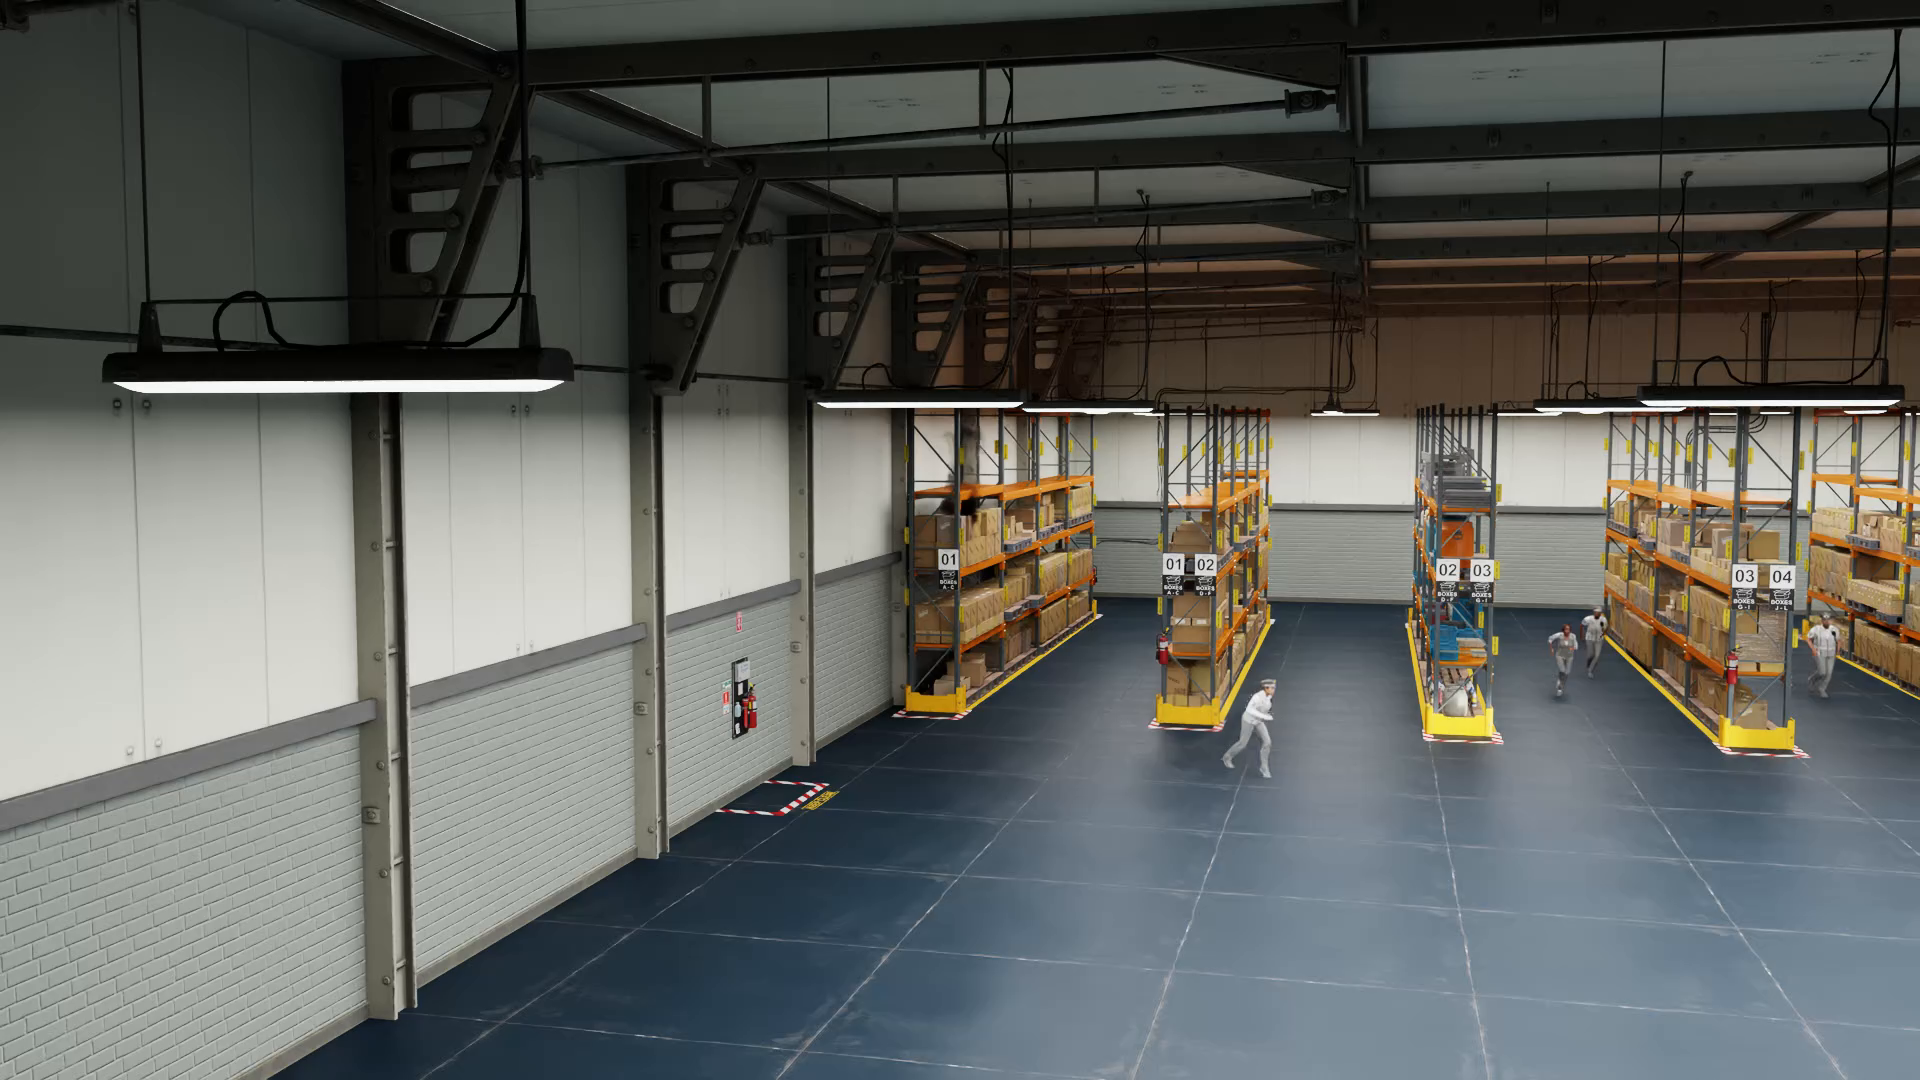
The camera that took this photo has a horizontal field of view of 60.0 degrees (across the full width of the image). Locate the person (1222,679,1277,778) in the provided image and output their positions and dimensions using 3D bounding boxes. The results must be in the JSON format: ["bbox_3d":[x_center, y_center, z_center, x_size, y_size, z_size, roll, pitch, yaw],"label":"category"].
[{"bbox_3d":[4.675,3.010,26.809,0.952,1.622,0.658,4,5,40],"label":"person"}]

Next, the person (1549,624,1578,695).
[{"bbox_3d":[12.441,2.466,34.268,0.525,1.525,0.727,0,4,6],"label":"person"}]

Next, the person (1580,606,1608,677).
[{"bbox_3d":[14.092,2.247,36.949,0.563,1.617,0.693,0,4,5],"label":"person"}]

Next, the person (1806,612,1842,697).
[{"bbox_3d":[17.837,2.362,34.272,0.649,1.751,0.629,1,4,7],"label":"person"}]
